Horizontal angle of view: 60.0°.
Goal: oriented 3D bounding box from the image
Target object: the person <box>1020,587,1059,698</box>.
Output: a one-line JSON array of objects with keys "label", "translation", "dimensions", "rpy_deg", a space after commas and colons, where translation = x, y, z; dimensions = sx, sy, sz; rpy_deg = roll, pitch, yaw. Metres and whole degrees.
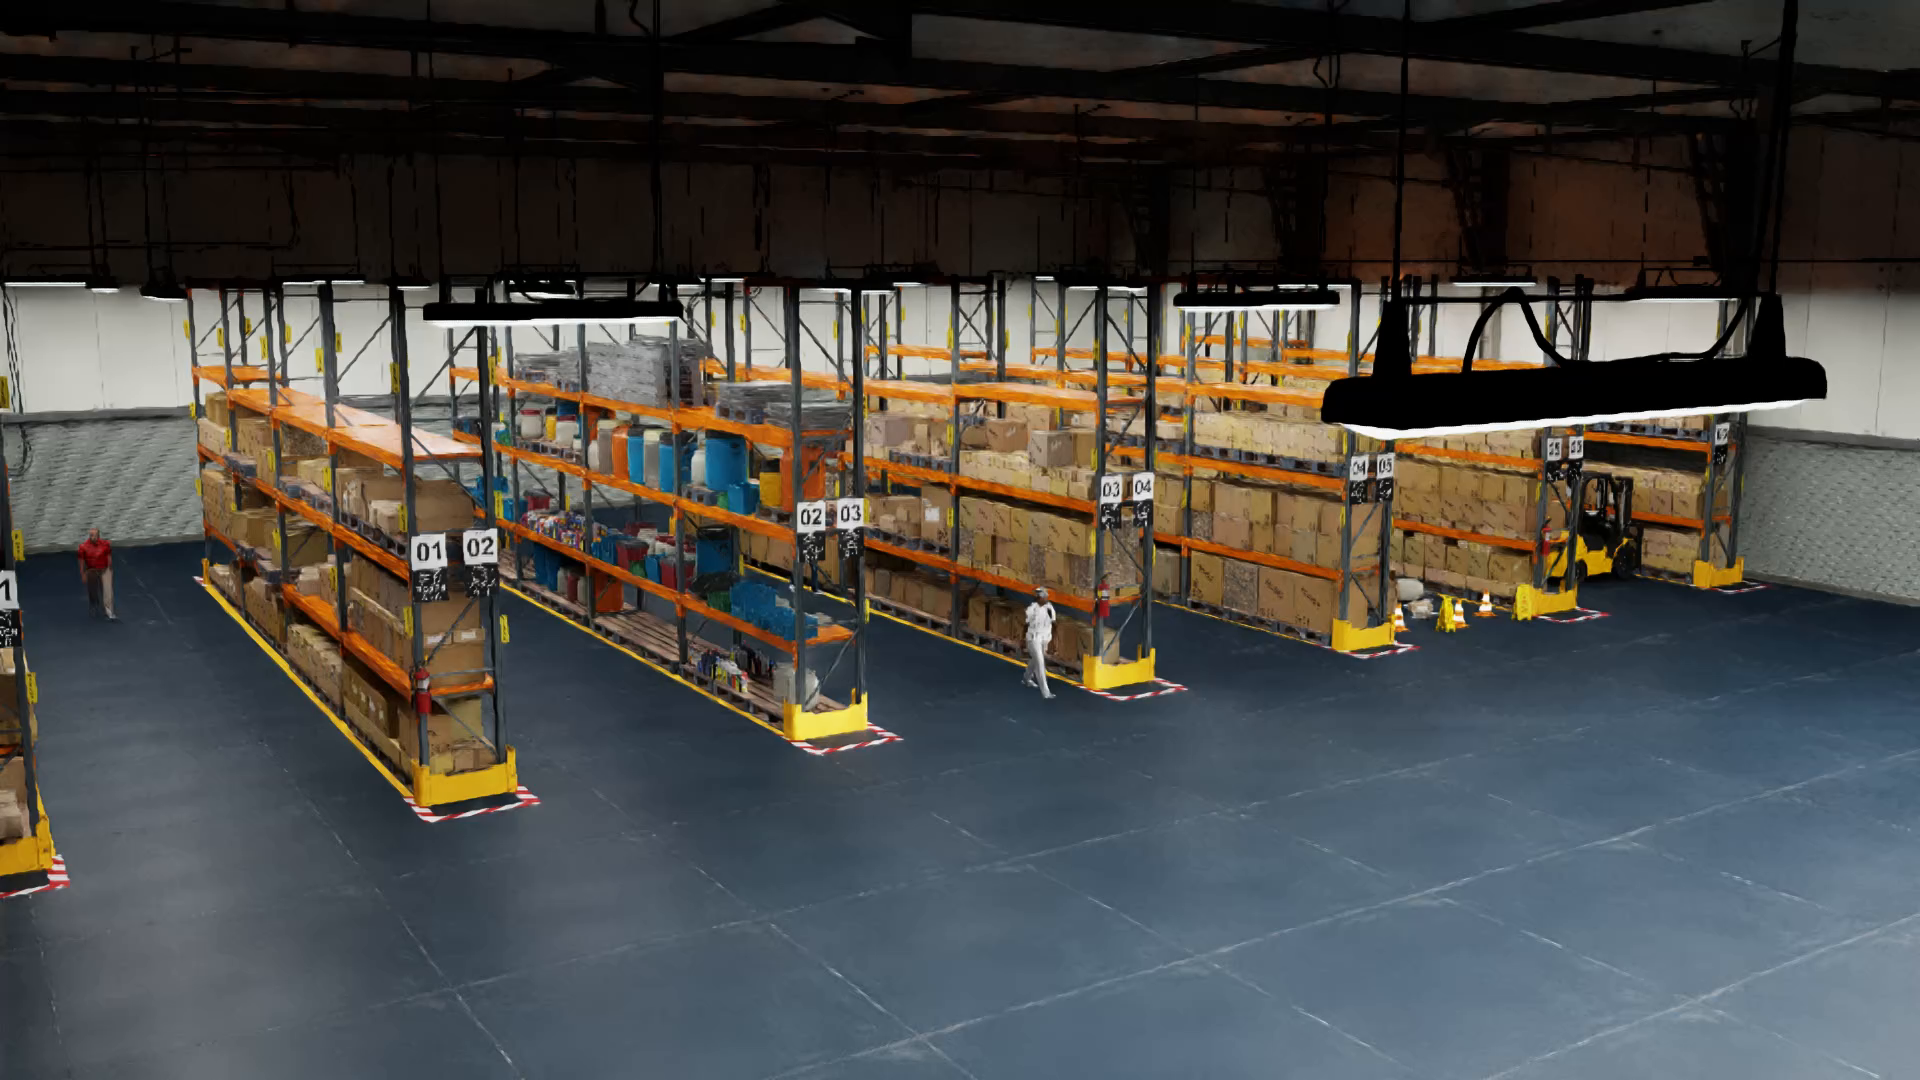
[{"label": "person", "translation": [1.186, 1.455, 24.425], "dimensions": [0.461, 1.626, 0.998], "rpy_deg": [-5, 11, -30]}]

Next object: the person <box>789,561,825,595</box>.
[{"label": "person", "translation": [-2.850, 0.233, 30.364], "dimensions": [0.417, 1.501, 1.035], "rpy_deg": [-5, 11, -29]}]

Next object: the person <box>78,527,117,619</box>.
[{"label": "person", "translation": [-15.343, 0.575, 29.545], "dimensions": [0.542, 1.645, 1.126], "rpy_deg": [-5, 11, -29]}]
